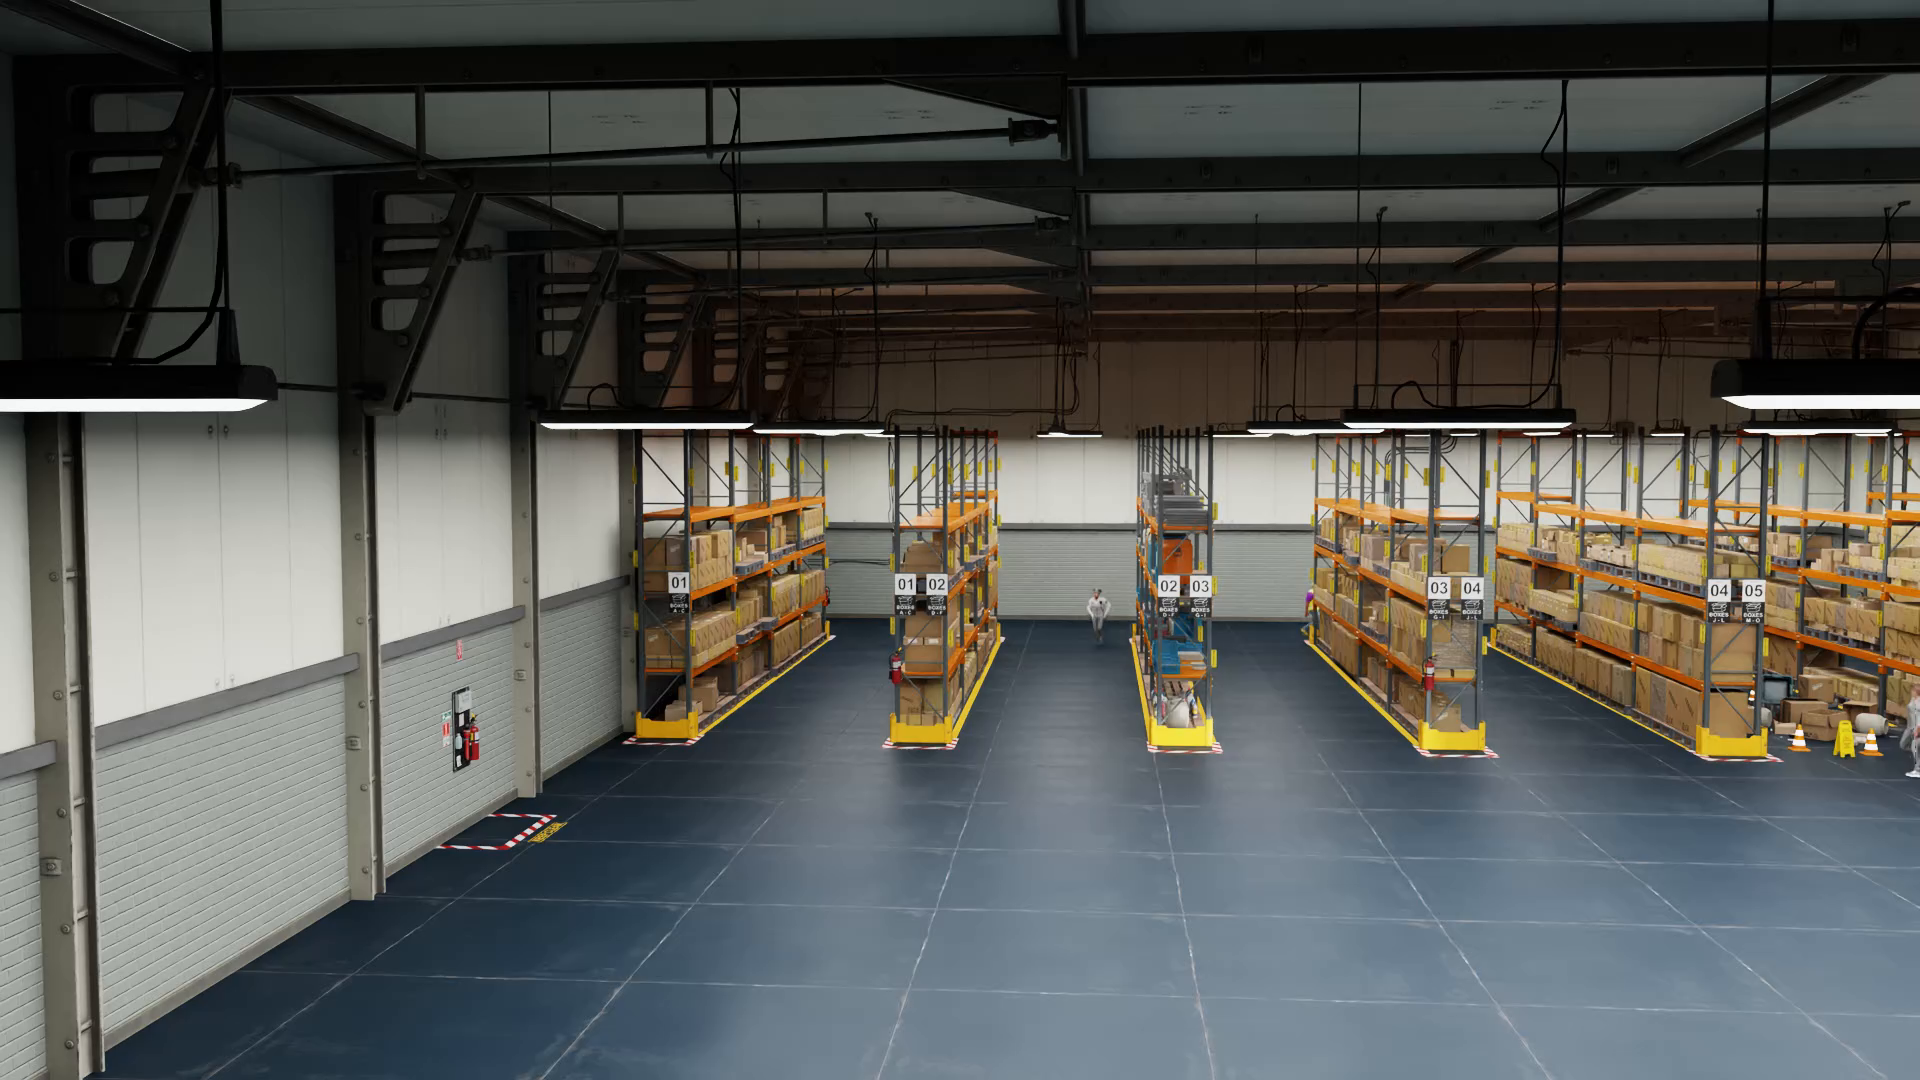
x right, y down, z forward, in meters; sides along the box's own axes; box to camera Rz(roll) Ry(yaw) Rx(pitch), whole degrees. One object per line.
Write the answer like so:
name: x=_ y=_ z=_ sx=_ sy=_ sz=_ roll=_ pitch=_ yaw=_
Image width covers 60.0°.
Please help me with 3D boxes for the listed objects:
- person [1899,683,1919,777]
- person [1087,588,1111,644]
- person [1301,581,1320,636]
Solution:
person: x=16.228 y=3.211 z=28.162 sx=0.454 sy=1.590 sz=0.426 roll=0 pitch=3 yaw=0
person: x=3.887 y=2.131 z=46.507 sx=0.653 sy=1.606 sz=0.697 roll=1 pitch=4 yaw=16
person: x=10.324 y=2.006 z=48.187 sx=1.092 sy=1.657 sz=0.559 roll=3 pitch=4 yaw=40
